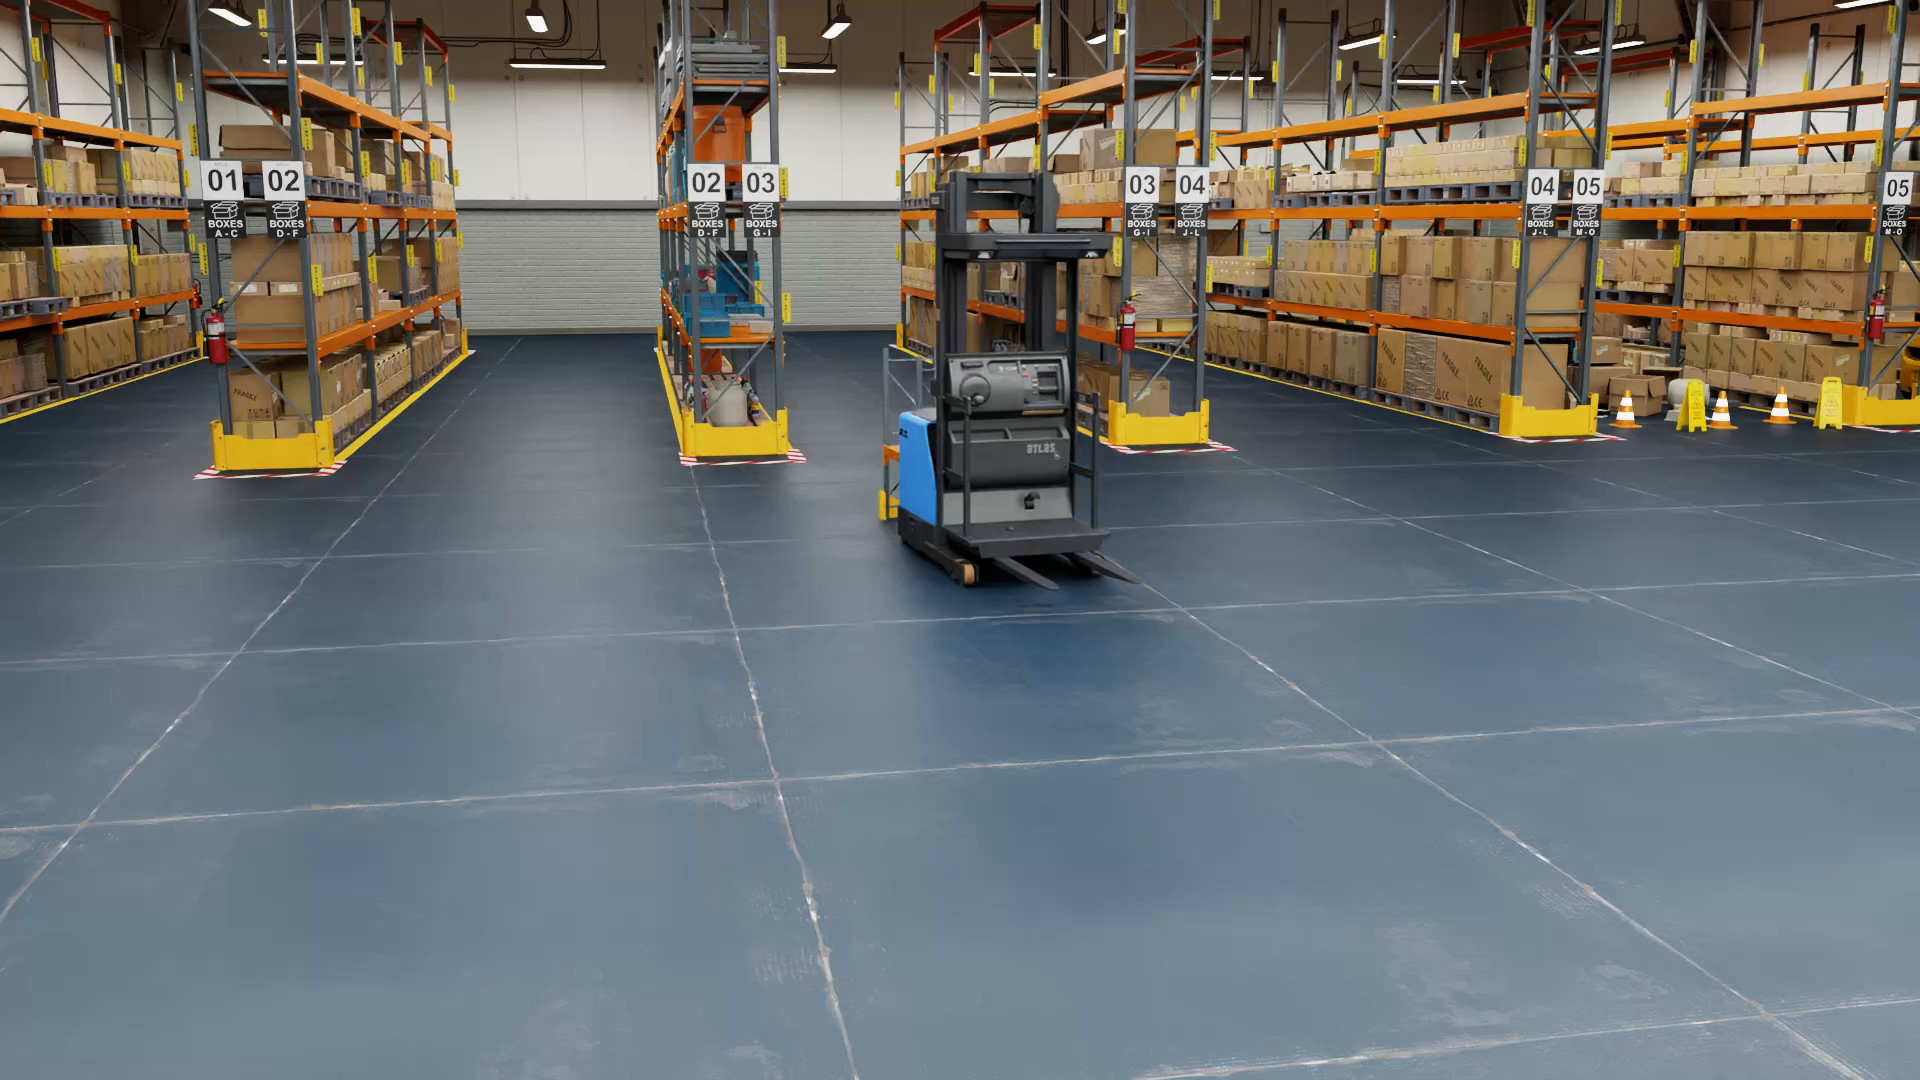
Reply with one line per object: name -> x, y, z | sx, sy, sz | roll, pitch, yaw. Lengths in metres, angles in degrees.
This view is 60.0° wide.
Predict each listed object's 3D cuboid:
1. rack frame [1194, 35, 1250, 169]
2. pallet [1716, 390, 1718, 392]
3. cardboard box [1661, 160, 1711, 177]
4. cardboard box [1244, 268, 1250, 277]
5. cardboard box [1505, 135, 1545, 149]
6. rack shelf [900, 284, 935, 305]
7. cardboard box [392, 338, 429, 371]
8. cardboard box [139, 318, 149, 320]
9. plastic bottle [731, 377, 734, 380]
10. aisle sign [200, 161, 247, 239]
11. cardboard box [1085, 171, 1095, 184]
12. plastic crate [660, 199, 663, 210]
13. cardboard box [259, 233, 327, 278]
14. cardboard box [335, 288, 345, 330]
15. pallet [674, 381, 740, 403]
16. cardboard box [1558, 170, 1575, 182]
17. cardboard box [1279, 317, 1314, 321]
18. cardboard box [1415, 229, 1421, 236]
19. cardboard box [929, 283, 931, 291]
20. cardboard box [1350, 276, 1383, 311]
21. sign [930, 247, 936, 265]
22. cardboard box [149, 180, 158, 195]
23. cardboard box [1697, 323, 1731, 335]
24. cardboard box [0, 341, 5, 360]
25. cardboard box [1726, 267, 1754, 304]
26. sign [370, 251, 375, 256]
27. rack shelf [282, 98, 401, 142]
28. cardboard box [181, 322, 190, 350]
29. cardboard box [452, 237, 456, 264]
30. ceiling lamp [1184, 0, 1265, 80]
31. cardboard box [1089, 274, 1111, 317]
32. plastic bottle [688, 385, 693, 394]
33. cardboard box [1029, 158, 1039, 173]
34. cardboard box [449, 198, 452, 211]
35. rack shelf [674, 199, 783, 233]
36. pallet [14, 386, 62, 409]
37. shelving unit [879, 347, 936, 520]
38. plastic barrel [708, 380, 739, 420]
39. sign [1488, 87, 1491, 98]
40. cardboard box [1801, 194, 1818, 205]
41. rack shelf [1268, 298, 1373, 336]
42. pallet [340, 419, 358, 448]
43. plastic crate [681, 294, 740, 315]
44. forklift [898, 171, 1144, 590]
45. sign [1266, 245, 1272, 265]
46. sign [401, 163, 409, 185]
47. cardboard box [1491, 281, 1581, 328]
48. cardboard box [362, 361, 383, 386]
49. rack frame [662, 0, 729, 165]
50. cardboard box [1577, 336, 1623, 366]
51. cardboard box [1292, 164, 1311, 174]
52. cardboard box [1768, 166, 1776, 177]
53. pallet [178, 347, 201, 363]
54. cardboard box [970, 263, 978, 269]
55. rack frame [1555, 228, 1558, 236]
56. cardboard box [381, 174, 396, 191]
rack frame -> 4.925, -7.933, 31.311 | 1.000, 3.000, 0.127 | -2, 11, -11
pallet -> 11.164, -2.491, 26.217 | 1.003, 0.211, 1.213 | -2, 11, -11
cardboard box -> 11.080, -5.671, 25.388 | 0.500, 0.250, 0.500 | -2, 11, -10
cardboard box -> 5.107, -4.605, 28.620 | 0.380, 0.149, 0.250 | -2, 11, -9
cardboard box -> 6.861, -4.832, 20.189 | 0.380, 0.149, 0.250 | -2, 11, -10
rack shelf -> -0.348, -4.838, 33.017 | 1.077, 0.370, 4.000 | -2, 11, -11
cardboard box -> -8.908, -3.001, 26.952 | 0.500, 0.500, 0.500 | -2, 11, -12
cardboard box -> -15.052, -3.973, 30.377 | 0.380, 0.149, 0.250 | -2, 11, -10
plastic bottle -> -2.995, -1.979, 21.980 | 0.144, 0.351, 0.185 | -2, 11, -11
aisle sign -> -7.619, -3.518, 17.207 | 0.394, 0.787, 0.004 | -2, 11, -11
cardboard box -> 1.768, -4.498, 20.618 | 0.380, 0.149, 0.250 | -3, 11, -14
plastic crate -> -5.197, -6.081, 30.166 | 0.450, 0.188, 0.662 | -2, 11, -11
cardboard box -> -7.638, -3.235, 18.934 | 0.700, 0.500, 0.500 | -2, 11, -11
cardboard box -> -7.826, -2.777, 19.997 | 0.700, 0.500, 0.500 | -2, 11, -10
pallet -> -3.693, -2.174, 24.555 | 1.003, 0.211, 1.213 | -2, 11, -11
cardboard box -> 7.507, -4.466, 20.395 | 0.380, 0.149, 0.250 | -2, 11, -11
cardboard box -> 5.807, -3.735, 28.853 | 0.500, 0.250, 0.500 | -3, 11, -14
cardboard box -> 9.406, -6.187, 33.505 | 0.380, 0.149, 0.250 | -2, 11, -11
cardboard box -> -0.391, -4.792, 31.525 | 0.380, 0.149, 0.250 | -2, 11, -10
cardboard box -> 6.118, -3.654, 24.606 | 0.500, 0.500, 0.500 | -2, 11, -11
sign -> -0.504, -5.268, 30.826 | 0.100, 0.325, 0.005 | -2, 11, -11
cardboard box -> -14.604, -6.264, 29.571 | 0.500, 0.250, 0.500 | -2, 11, -13
cardboard box -> 11.133, -3.117, 24.542 | 0.380, 0.149, 0.250 | -2, 11, -10
cardboard box -> -13.412, -2.576, 22.711 | 0.500, 0.250, 0.500 | -2, 11, -11
cardboard box -> 11.335, -3.638, 23.727 | 0.500, 0.500, 0.500 | -2, 11, -11
sign -> -10.208, -4.869, 28.941 | 0.100, 0.325, 0.005 | -2, 11, -11
rack shelf -> -8.510, -5.762, 22.895 | 1.077, 0.370, 4.000 | -2, 11, -11
cardboard box -> -15.079, -3.871, 31.576 | 0.700, 0.500, 0.500 | -2, 11, -11
cardboard box -> -10.000, -5.575, 32.022 | 0.500, 0.500, 0.500 | -2, 11, -9
ceiling lamp -> 6.083, -12.137, 37.786 | 2.000, 3.185, 0.800 | -2, 11, -11
cardboard box -> 2.080, -3.008, 20.416 | 0.875, 0.500, 0.500 | -2, 11, -11
plastic bottle -> -3.356, -1.782, 20.946 | 0.144, 0.351, 0.185 | -2, 11, -9
cardboard box -> 1.418, -5.350, 24.363 | 0.797, 0.503, 0.637 | -2, 11, -9
cardboard box -> -10.010, -6.422, 31.792 | 0.500, 0.250, 0.500 | -2, 11, -11
rack shelf -> -2.873, -3.931, 20.226 | 1.077, 0.370, 4.000 | -2, 11, -11
pallet -> -13.607, -2.037, 23.836 | 1.003, 0.211, 1.213 | -2, 11, -11
shelving unit -> -0.276, -0.851, 14.156 | 0.587, 1.500, 1.083 | -3, 11, -18
plastic barrel -> -2.784, -1.638, 19.808 | 0.421, 0.512, 0.421 | 0, 11, 0
sign -> 10.291, -8.652, 32.375 | 0.100, 0.325, 0.005 | -2, 11, -11
cardboard box -> 11.574, -4.577, 22.370 | 0.380, 0.149, 0.250 | -2, 11, -11
rack shelf -> 6.092, -3.533, 26.158 | 1.077, 0.370, 4.000 | -2, 11, -11
pallet -> -7.767, -1.256, 19.732 | 1.003, 0.211, 1.213 | -2, 11, -11
plastic crate -> -3.285, -3.046, 21.844 | 0.767, 0.338, 0.504 | -2, 11, -11
forklift -> 0.434, -1.192, 12.118 | 1.130, 2.935, 3.031 | -3, 11, -18
sign -> 5.173, -4.761, 27.804 | 0.100, 0.325, 0.005 | -2, 11, -11
sign -> -8.353, -5.516, 25.040 | 0.100, 0.325, 0.005 | -2, 11, -11
cardboard box -> 7.143, -2.926, 20.644 | 0.875, 0.550, 0.550 | -2, 11, -11
cardboard box -> -7.957, -2.214, 22.035 | 0.500, 0.311, 0.500 | -2, 11, -11
rack frame -> -4.040, -6.858, 25.660 | 1.000, 3.000, 0.127 | -2, 11, -11
cardboard box -> 9.577, -2.791, 25.001 | 0.500, 0.500, 0.500 | -2, 11, -11
cardboard box -> 5.795, -6.330, 28.596 | 0.396, 0.266, 0.258 | -2, 11, -11
cardboard box -> 11.442, -5.108, 23.027 | 0.380, 0.149, 0.250 | -2, 11, -10
pallet -> -15.081, -3.504, 31.542 | 1.003, 0.211, 1.213 | -2, 11, -11
cardboard box -> 0.568, -4.887, 28.401 | 0.797, 0.503, 0.637 | -2, 11, -10
rack frame -> 13.851, -6.100, 37.722 | 1.000, 3.000, 0.127 | -2, 11, -11
cardboard box -> -9.017, -5.333, 25.403 | 0.910, 0.500, 0.500 | -2, 11, -11
